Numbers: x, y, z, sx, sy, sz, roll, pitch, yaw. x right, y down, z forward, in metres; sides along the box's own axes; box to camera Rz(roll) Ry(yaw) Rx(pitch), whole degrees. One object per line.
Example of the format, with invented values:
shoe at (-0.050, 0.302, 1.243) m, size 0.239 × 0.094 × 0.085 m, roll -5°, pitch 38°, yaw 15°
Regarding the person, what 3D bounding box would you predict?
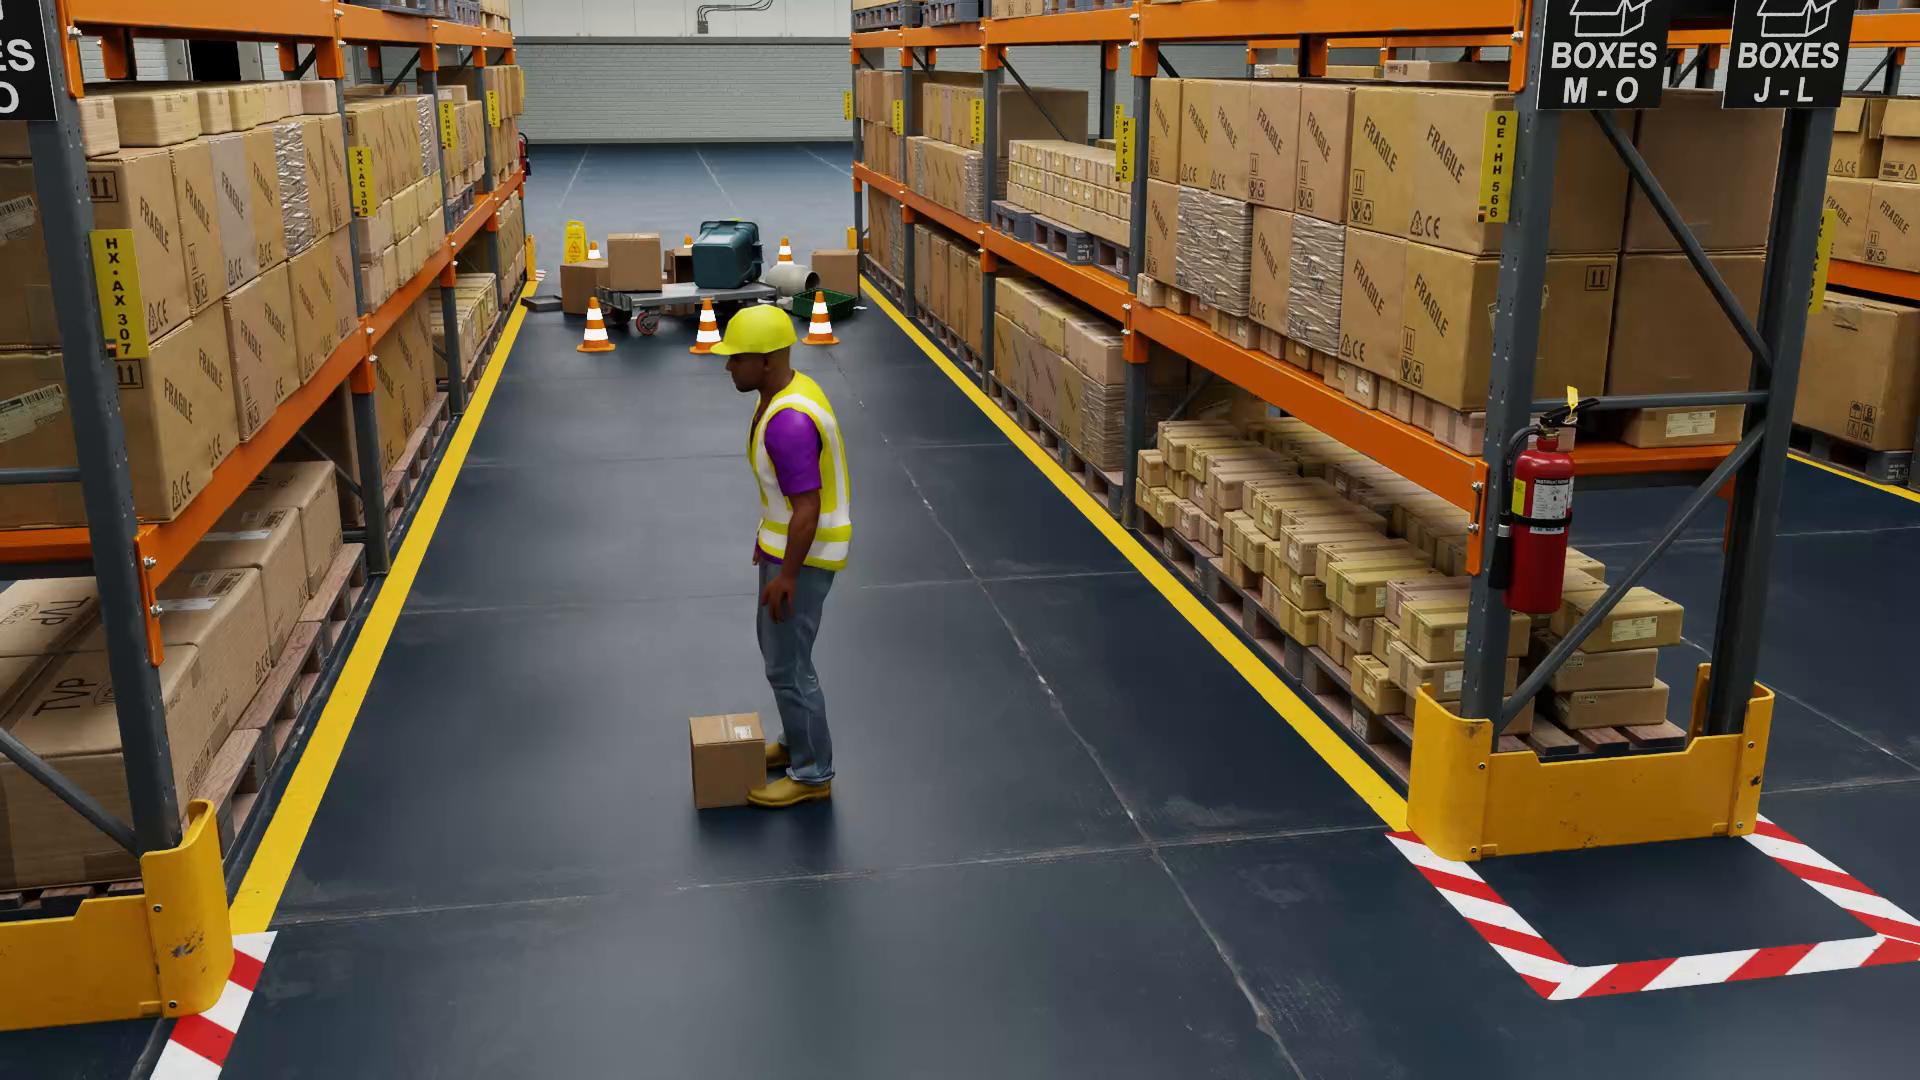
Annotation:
person at (-0.614, 0.051, 5.826) m, size 0.456 × 1.761 × 0.627 m, roll -3°, pitch 17°, yaw -10°
